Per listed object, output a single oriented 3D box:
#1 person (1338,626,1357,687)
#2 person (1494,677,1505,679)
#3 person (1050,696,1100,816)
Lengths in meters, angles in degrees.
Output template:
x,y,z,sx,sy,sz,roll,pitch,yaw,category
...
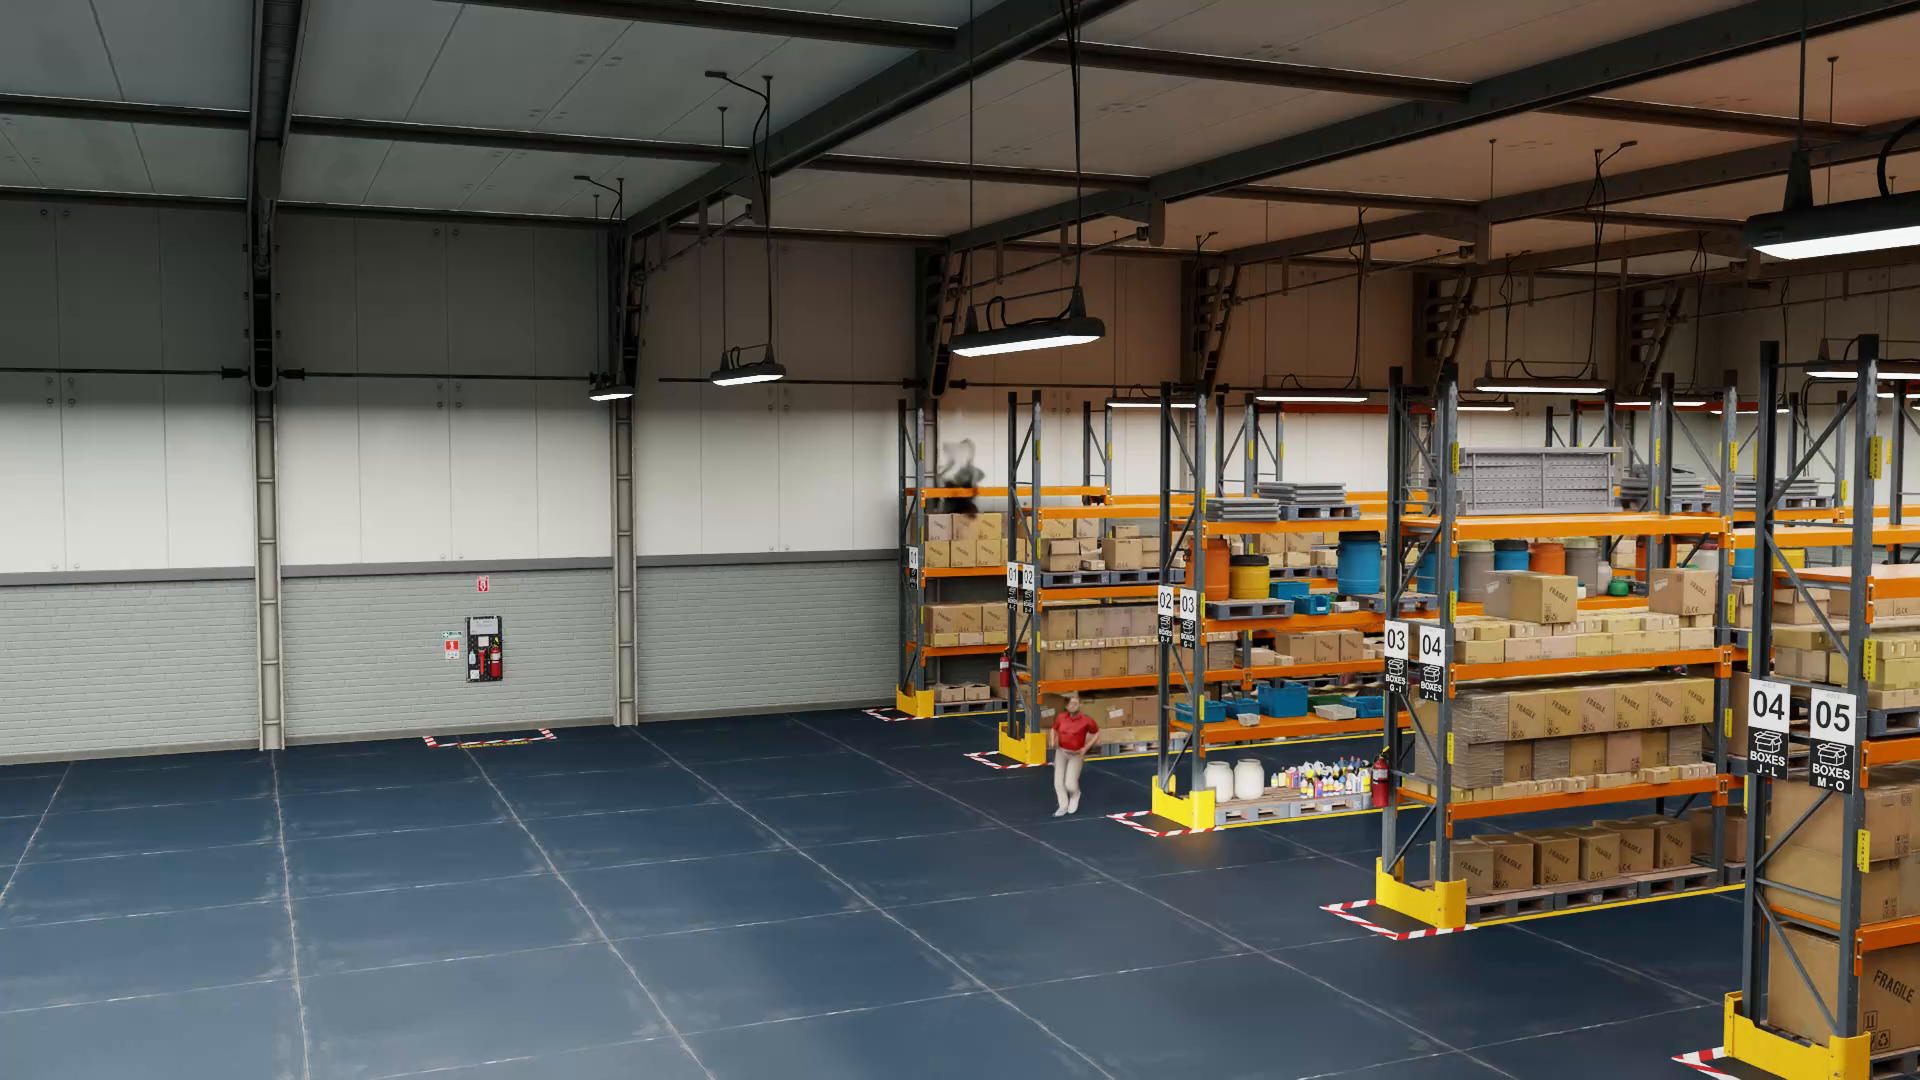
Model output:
x,y,z,sx,sy,sz,roll,pitch,yaw,category
7.512,2.520,32.024,0.562,1.528,0.577,-2,4,-30,person
8.702,2.691,26.923,0.833,1.823,0.703,-2,4,-28,person
1.537,2.985,22.901,0.678,1.669,0.627,2,4,27,person
